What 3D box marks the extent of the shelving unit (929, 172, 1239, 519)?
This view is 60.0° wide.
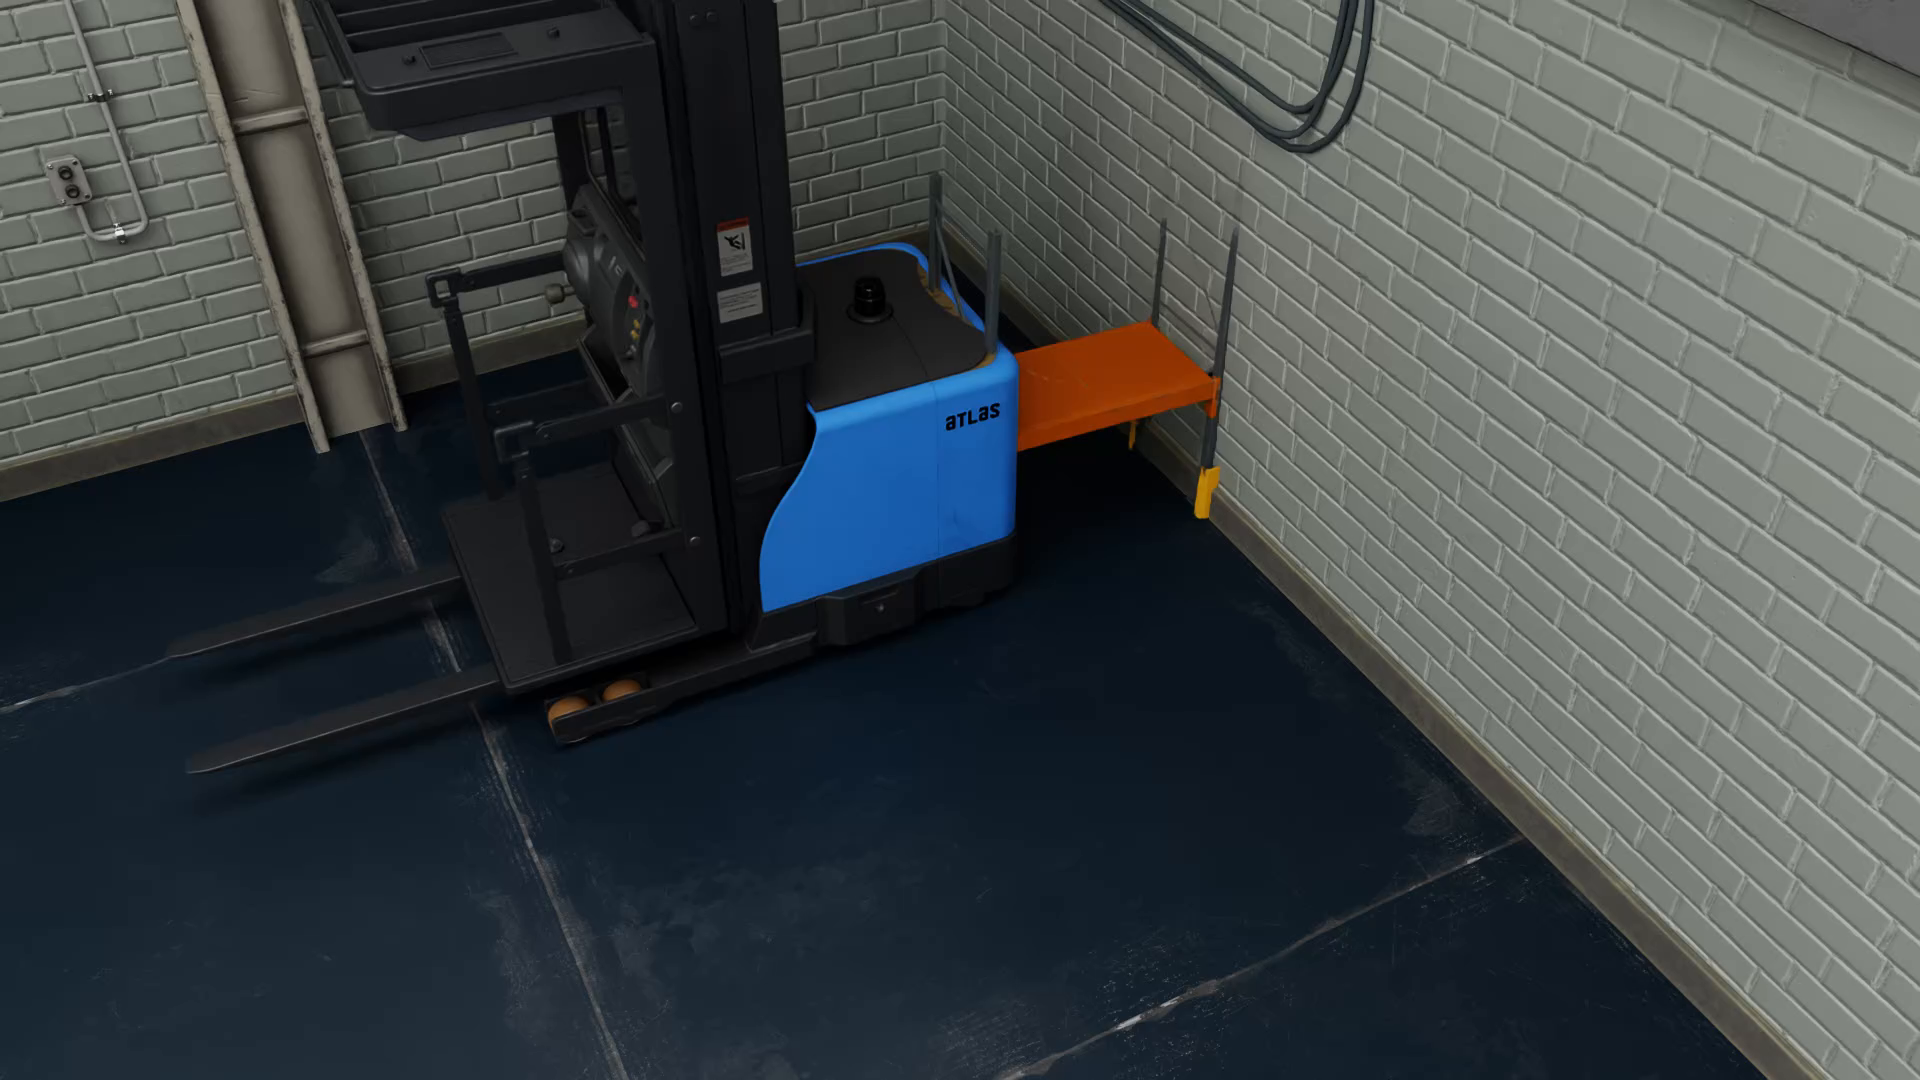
[{"bbox_3d":[0.463,-0.715,6.405,1.083,1.500,0.587,-16,42,-21],"label":"shelving unit"}]

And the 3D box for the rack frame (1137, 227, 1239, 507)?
[{"bbox_3d":[0.910,-0.845,6.585,0.032,1.500,0.500,-16,42,-21],"label":"rack frame"}]

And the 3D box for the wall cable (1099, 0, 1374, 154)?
[{"bbox_3d":[0.513,-2.951,5.674,0.112,2.526,3.097,-19,44,-21],"label":"wall cable"}]

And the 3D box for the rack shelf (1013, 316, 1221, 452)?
[{"bbox_3d":[0.451,-0.572,6.513,1.000,0.185,0.538,-16,42,-21],"label":"rack shelf"}]

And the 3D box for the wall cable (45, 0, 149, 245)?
[{"bbox_3d":[-3.970,-1.675,5.620,1.851,1.984,0.084,-19,44,-21],"label":"wall cable"}]

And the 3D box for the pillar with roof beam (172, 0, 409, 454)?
[{"bbox_3d":[-0.685,-1.487,1.542,0.400,9.000,9.100,-19,44,-21],"label":"pillar with roof beam"}]

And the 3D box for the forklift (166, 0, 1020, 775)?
[{"bbox_3d":[-1.332,-0.791,5.416,3.031,2.935,1.130,-17,43,-19],"label":"forklift"}]

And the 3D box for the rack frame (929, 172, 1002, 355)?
[{"bbox_3d":[0.000,-0.580,6.218,0.032,1.500,0.500,-16,42,-21],"label":"rack frame"}]

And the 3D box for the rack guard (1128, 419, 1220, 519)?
[{"bbox_3d":[0.895,-0.356,6.973,0.087,0.250,0.587,-16,42,-21],"label":"rack guard"}]
